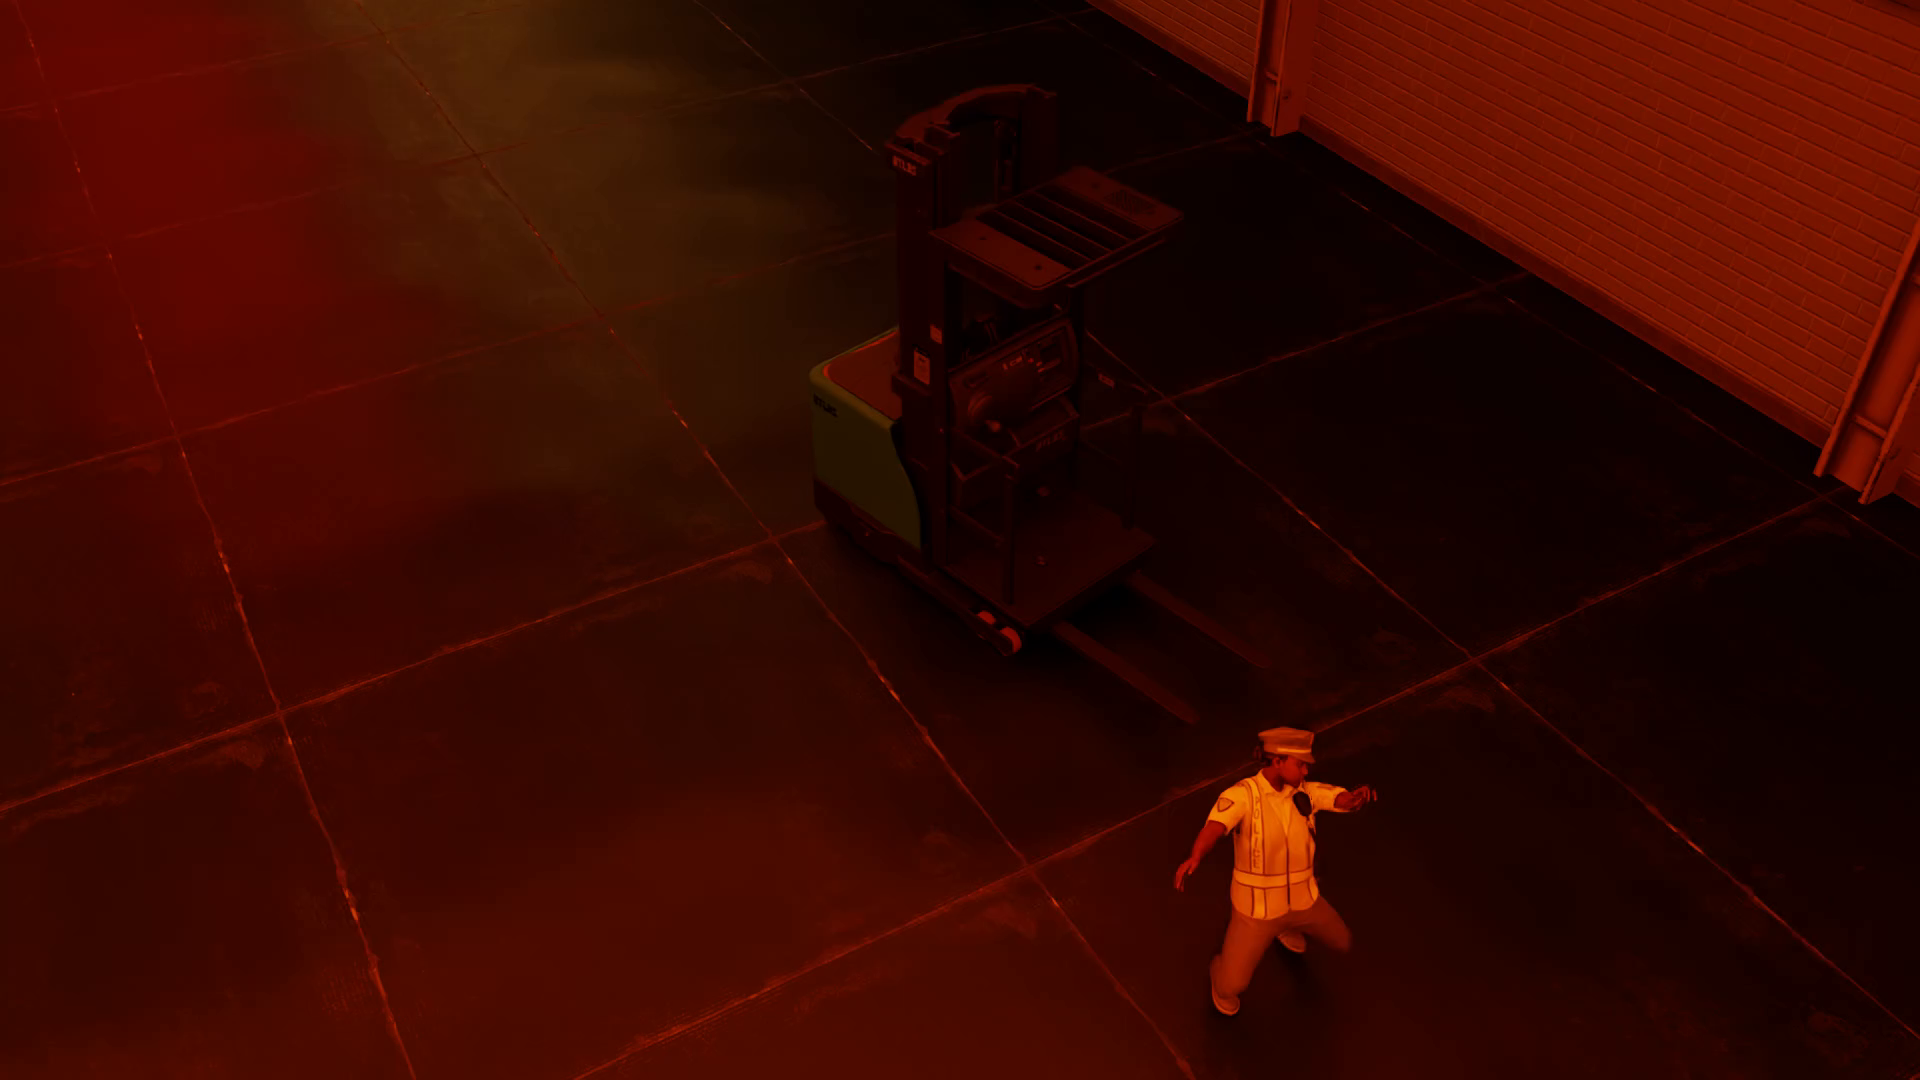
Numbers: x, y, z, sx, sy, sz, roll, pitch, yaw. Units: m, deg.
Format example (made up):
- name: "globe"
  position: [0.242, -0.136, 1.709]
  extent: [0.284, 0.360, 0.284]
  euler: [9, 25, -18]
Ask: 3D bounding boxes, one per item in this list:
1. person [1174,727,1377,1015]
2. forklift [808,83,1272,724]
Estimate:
- name: "person"
  position: [1.239, 1.500, 7.299]
  extent: [0.993, 1.553, 0.701]
  euler: [-16, 42, -18]
- name: "forklift"
  position: [0.449, -0.835, 9.043]
  extent: [1.130, 2.935, 3.031]
  euler: [-31, 49, -32]
